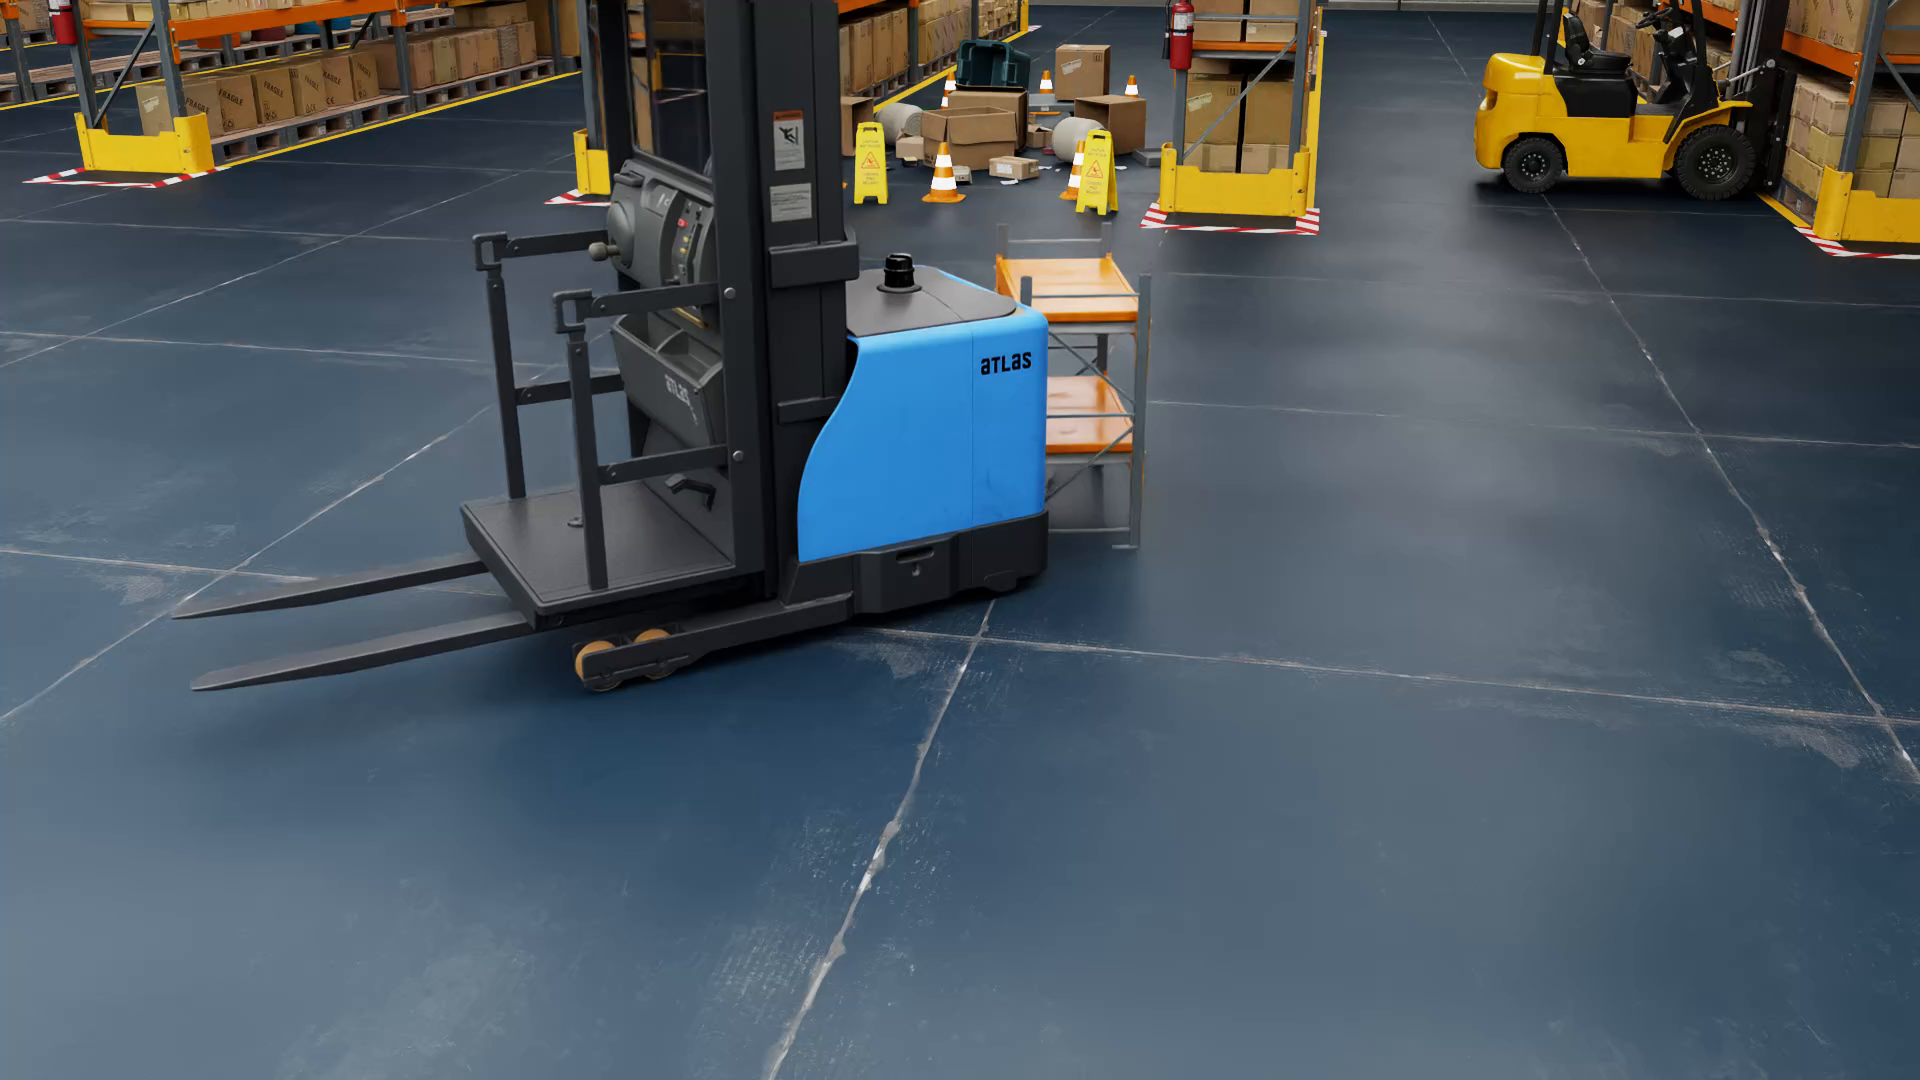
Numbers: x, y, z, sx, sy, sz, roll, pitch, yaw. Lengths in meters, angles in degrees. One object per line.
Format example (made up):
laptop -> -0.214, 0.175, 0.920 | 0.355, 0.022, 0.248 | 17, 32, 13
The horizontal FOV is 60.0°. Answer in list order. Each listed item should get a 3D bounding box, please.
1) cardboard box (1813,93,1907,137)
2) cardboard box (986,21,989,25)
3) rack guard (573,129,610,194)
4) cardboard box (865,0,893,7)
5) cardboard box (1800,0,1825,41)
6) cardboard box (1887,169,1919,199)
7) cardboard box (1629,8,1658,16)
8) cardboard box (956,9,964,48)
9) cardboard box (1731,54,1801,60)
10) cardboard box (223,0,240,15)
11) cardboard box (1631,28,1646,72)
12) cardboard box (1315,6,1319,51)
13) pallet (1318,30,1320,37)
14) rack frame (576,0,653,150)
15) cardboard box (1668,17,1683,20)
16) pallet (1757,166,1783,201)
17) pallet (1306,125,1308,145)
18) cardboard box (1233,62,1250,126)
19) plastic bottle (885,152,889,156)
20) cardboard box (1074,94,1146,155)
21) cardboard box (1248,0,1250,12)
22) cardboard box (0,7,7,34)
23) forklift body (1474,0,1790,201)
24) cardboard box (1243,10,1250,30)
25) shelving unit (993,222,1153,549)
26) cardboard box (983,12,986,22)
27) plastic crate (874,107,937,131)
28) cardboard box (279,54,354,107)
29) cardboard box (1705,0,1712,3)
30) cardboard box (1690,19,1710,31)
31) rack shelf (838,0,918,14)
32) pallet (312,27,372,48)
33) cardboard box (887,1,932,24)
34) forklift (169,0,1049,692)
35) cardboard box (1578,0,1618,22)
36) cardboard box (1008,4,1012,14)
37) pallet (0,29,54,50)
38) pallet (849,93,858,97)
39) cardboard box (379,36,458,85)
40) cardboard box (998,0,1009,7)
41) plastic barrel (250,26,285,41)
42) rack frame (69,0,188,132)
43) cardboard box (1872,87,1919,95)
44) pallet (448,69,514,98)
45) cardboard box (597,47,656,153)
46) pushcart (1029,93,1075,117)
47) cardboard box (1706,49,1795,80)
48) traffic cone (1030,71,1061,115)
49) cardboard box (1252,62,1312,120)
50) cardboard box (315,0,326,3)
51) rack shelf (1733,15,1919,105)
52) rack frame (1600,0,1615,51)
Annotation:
cardboard box -> 6.846, -3.239, 12.661 | 0.500, 0.250, 0.500 | 5, 23, 13
cardboard box -> 0.246, -8.141, 26.306 | 0.380, 0.149, 0.250 | 4, 22, 9
rack guard -> -2.674, -3.213, 14.162 | 1.175, 0.500, 0.348 | 4, 22, 11
cardboard box -> -1.154, -6.960, 21.900 | 0.500, 0.250, 0.500 | 4, 22, 10
cardboard box -> 7.120, -4.287, 13.348 | 0.500, 0.500, 0.500 | 4, 22, 10
cardboard box -> 7.349, -2.748, 12.780 | 0.500, 0.250, 0.500 | 5, 22, 11
cardboard box -> 9.107, -6.974, 22.071 | 0.380, 0.149, 0.250 | 4, 22, 10
cardboard box -> -0.230, -7.328, 23.817 | 0.500, 0.500, 0.500 | 4, 22, 10
cardboard box -> 7.467, -4.357, 15.436 | 0.500, 0.250, 0.500 | 4, 22, 10
cardboard box -> -7.047, -5.039, 15.686 | 0.380, 0.149, 0.250 | 4, 22, 11
cardboard box -> 8.782, -6.170, 20.941 | 0.500, 0.500, 0.500 | 5, 23, 13
cardboard box -> 4.421, -7.075, 22.687 | 0.875, 0.875, 0.875 | 5, 22, 12
pallet -> 5.124, -7.856, 26.076 | 1.003, 0.211, 1.213 | 4, 22, 11
rack frame -> -2.669, -4.381, 13.717 | 1.000, 3.000, 0.127 | 4, 22, 11
cardboard box -> 8.763, -6.414, 20.679 | 0.380, 0.149, 0.250 | 5, 22, 12
pallet -> 7.423, -3.098, 14.263 | 1.003, 0.211, 1.213 | 4, 22, 11
pallet -> 2.911, -3.962, 16.408 | 1.003, 0.211, 1.213 | 4, 22, 11
cardboard box -> 2.318, -3.996, 14.875 | 0.500, 0.500, 0.500 | 4, 22, 10
plastic bottle -> -0.827, -3.714, 15.994 | 0.283, 0.061, 0.133 | -3, 22, -8
cardboard box -> 1.463, -4.057, 16.255 | 0.500, 0.500, 0.500 | -16, 27, -35
cardboard box -> 2.250, -4.810, 14.250 | 0.500, 0.500, 0.500 | 4, 22, 11
cardboard box -> -14.988, -8.043, 25.565 | 0.500, 0.500, 0.500 | 4, 22, 10
forklift body -> 5.658, -4.103, 14.161 | 2.313, 2.155, 1.214 | 4, 22, 11
cardboard box -> 2.293, -4.450, 14.224 | 0.380, 0.149, 0.250 | 5, 22, 12
shelving unit -> 0.447, -0.676, 7.028 | 0.538, 1.125, 1.048 | -1, 22, -3
cardboard box -> 0.202, -8.178, 26.000 | 0.380, 0.149, 0.250 | 3, 22, 8
plastic crate -> -0.606, -4.403, 17.458 | 0.450, 0.188, 0.662 | 7, 21, 42
cardboard box -> -6.919, -4.941, 17.891 | 0.500, 0.500, 0.500 | 12, 25, 28
cardboard box -> 7.948, -5.625, 17.005 | 0.500, 0.250, 0.500 | 5, 22, 11
cardboard box -> 9.154, -6.285, 20.359 | 0.380, 0.149, 0.250 | 5, 22, 12
rack shelf -> -1.445, -6.242, 19.299 | 1.077, 0.370, 4.000 | 4, 22, 11
pallet -> -10.103, -7.990, 26.410 | 1.003, 0.211, 1.213 | 4, 22, 11
cardboard box -> -0.659, -6.924, 21.810 | 0.500, 0.250, 0.500 | 3, 22, 8
forklift -> -1.203, -1.076, 5.601 | 3.031, 2.935, 1.130 | -12, 25, -27
cardboard box -> 9.892, -8.024, 25.547 | 0.700, 0.500, 0.500 | 5, 23, 13
cardboard box -> 0.663, -8.838, 27.639 | 0.380, 0.149, 0.250 | 4, 22, 9
pallet -> -15.129, -7.900, 26.187 | 1.003, 0.211, 1.213 | 4, 22, 11
pallet -> -1.770, -4.838, 18.585 | 1.003, 0.211, 1.213 | 4, 22, 11
cardboard box -> -6.426, -5.700, 19.747 | 0.700, 0.500, 0.500 | 4, 22, 11
cardboard box -> 0.584, -8.784, 27.106 | 0.380, 0.149, 0.250 | 5, 23, 13
plastic barrel -> -10.407, -7.769, 24.794 | 0.600, 0.588, 0.708 | 4, 22, 11
rack frame -> -7.504, -4.796, 14.747 | 1.000, 3.000, 0.127 | 4, 22, 11
cardboard box -> 7.439, -3.391, 13.039 | 0.500, 0.250, 0.500 | 4, 22, 11
pallet -> -6.284, -5.698, 20.719 | 1.003, 0.211, 1.213 | 4, 22, 11
cardboard box -> -2.596, -3.843, 14.663 | 0.875, 0.875, 0.875 | 5, 22, 11
pushcart -> 0.771, -4.443, 17.380 | 1.648, 0.377, 0.936 | -3, 22, -8
cardboard box -> 8.135, -4.695, 17.112 | 0.875, 0.625, 0.625 | 4, 22, 10
traffic cone -> 0.976, -5.069, 18.821 | 0.336, 0.463, 0.334 | 4, 22, 11
cardboard box -> 2.849, -3.965, 14.798 | 0.500, 0.500, 0.500 | 5, 22, 12
cardboard box -> -6.748, -5.588, 17.050 | 0.380, 0.149, 0.250 | 4, 22, 11
rack shelf -> 7.465, -4.061, 13.886 | 1.077, 0.370, 4.000 | 4, 22, 11
rack frame -> 9.506, -8.052, 22.832 | 1.000, 3.000, 0.127 | 4, 22, 11
